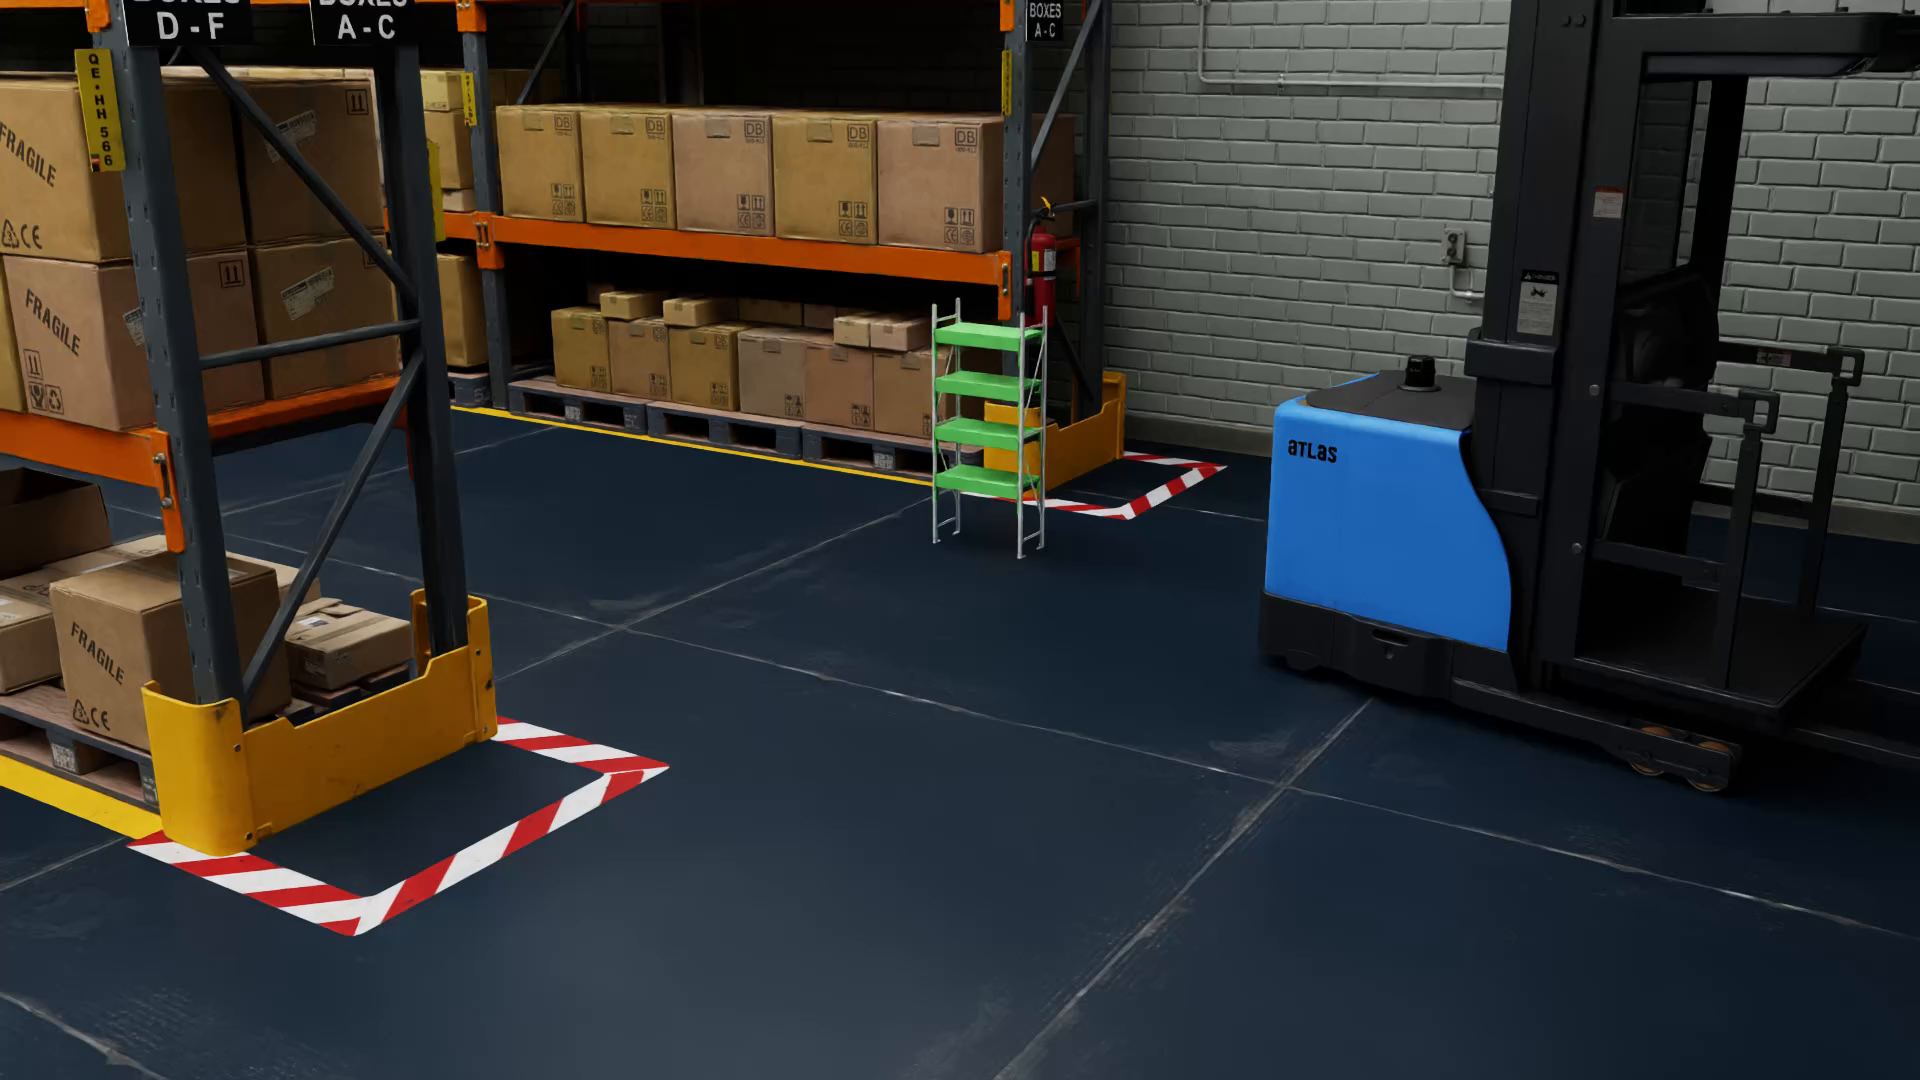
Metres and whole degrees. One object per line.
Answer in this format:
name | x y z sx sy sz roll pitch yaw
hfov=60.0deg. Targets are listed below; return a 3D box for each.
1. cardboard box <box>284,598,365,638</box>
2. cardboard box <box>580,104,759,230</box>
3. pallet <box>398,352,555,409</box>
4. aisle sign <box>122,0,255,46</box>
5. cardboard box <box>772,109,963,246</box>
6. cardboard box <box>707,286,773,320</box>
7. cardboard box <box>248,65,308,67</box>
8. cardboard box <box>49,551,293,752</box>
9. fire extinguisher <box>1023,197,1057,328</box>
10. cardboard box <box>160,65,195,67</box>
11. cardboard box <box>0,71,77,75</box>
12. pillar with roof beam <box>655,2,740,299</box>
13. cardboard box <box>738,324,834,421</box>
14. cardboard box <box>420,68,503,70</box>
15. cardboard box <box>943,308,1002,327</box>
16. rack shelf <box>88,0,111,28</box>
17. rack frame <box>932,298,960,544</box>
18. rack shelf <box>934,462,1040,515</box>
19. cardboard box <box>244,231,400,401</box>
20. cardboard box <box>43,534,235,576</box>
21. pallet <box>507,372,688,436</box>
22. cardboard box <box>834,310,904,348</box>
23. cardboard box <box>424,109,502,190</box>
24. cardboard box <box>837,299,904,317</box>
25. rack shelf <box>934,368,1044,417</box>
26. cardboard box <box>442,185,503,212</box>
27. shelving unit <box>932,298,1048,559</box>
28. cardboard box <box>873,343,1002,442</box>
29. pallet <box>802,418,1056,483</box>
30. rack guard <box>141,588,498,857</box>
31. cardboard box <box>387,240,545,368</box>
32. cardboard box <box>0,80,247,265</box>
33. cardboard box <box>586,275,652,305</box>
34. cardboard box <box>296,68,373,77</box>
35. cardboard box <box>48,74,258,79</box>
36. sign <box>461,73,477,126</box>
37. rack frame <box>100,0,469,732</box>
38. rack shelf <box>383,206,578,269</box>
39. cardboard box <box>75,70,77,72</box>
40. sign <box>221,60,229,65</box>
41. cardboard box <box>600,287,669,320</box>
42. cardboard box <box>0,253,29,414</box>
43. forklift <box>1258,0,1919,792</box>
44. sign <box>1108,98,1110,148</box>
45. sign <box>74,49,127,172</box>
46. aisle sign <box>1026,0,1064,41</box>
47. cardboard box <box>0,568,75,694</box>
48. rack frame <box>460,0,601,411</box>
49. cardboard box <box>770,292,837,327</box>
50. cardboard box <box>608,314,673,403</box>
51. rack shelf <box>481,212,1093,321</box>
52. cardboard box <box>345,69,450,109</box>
cardboard box | -2.439 0.352 6.179 0.250 0.166 0.380 10 20 30
cardboard box | -1.795 -2.387 10.562 0.700 0.700 0.980 10 19 29
pallet | -3.565 -1.207 11.990 1.213 0.211 1.003 10 20 30
aisle sign | -2.151 -1.764 4.555 0.004 0.787 0.394 10 20 30
cardboard box | -0.525 -2.160 9.816 0.700 0.700 0.980 10 20 30
cardboard box | -1.414 -1.531 10.724 0.250 0.149 0.380 10 20 31
cardboard box | -5.315 -3.525 12.816 0.500 0.250 0.500 9 19 28
cardboard box | -2.641 0.357 5.587 0.500 0.500 0.500 10 20 30
fire extinguisher | 0.428 -1.481 8.871 0.183 0.674 0.296 10 20 30
cardboard box | -6.000 -3.472 12.642 0.500 0.250 0.500 11 20 31
cardboard box | -3.595 -1.497 6.258 0.500 0.500 0.500 10 20 30
pillar with roof beam | -4.072 -4.354 7.233 0.400 9.000 9.100 10 20 30
cardboard box | -0.964 -1.073 10.330 0.500 0.500 0.700 9 19 28
cardboard box | -3.573 -3.213 11.790 0.500 0.250 0.500 10 20 31
cardboard box | 0.103 -1.261 9.835 0.250 0.149 0.380 10 20 30
rack shelf | -3.753 -2.002 5.887 4.000 0.370 1.077 10 20 30
rack frame | -0.067 -0.586 8.246 0.015 1.200 0.240 10 20 30
rack shelf | 0.141 -0.258 8.212 0.480 0.148 0.258 10 20 30
cardboard box | -2.289 -0.787 5.639 0.500 0.500 0.500 11 20 31
cardboard box | -3.216 0.194 6.556 0.500 0.250 0.500 10 20 30
pallet | -2.261 -0.973 11.221 1.213 0.211 1.003 10 20 30
cardboard box | -0.531 -1.244 9.777 0.250 0.149 0.380 11 20 32
cardboard box | -3.393 -2.650 11.225 0.500 0.500 0.500 10 19 29
cardboard box | -0.542 -1.376 10.213 0.250 0.149 0.380 10 20 31
rack shelf | 0.141 -0.717 8.073 0.480 0.148 0.258 10 20 30
cardboard box | -3.304 -2.313 11.232 0.250 0.149 0.380 10 20 31
shelving unit | 0.141 -0.549 8.124 0.503 1.200 0.258 10 20 30
cardboard box | -0.108 -0.920 9.828 0.500 0.500 0.700 10 20 30
pallet | -0.182 -0.602 9.999 1.213 0.211 1.003 10 20 30
rack guard | -2.113 0.578 5.618 0.348 0.500 1.175 10 20 30
cardboard box | -3.490 -1.681 11.731 0.750 0.750 0.750 10 20 31
cardboard box | -2.572 -1.132 5.055 0.500 0.500 0.500 10 20 30
cardboard box | -2.304 -1.690 11.245 0.250 0.149 0.380 10 20 30
cardboard box | -4.265 -3.166 11.635 0.500 0.250 0.500 11 20 31
cardboard box | -2.738 -1.343 5.749 0.500 0.500 0.500 10 20 31
sign | -3.144 -2.822 10.656 0.005 0.325 0.100 10 20 30
rack frame | -2.049 -0.606 5.216 0.127 3.000 1.000 10 20 30
rack shelf | -4.572 -2.402 12.366 4.000 0.370 1.077 10 20 30
cardboard box | -6.868 -3.710 13.388 0.250 0.149 0.380 7 18 21
sign | -5.989 -3.743 13.549 0.005 0.325 0.100 10 20 30
cardboard box | -2.088 -1.521 10.690 0.250 0.149 0.380 11 20 32
cardboard box | -3.017 -0.733 5.461 0.500 0.500 0.500 10 20 31
forklift | 2.645 -0.727 5.733 3.031 2.935 1.130 14 22 39
sign | 0.836 -2.422 9.569 0.005 0.325 0.100 10 20 30
sign | -2.356 -1.177 4.560 0.005 0.325 0.100 10 20 30
aisle sign | 0.445 -2.992 8.599 0.004 0.787 0.394 10 20 30
cardboard box | -3.435 0.325 6.124 0.500 0.250 0.500 10 20 30
rack frame | -2.868 -2.442 11.260 0.127 3.000 1.000 10 20 30
cardboard box | -0.978 -1.454 10.468 0.250 0.149 0.380 10 20 31
cardboard box | -1.858 -1.231 10.850 0.500 0.500 0.700 10 20 30
rack shelf | -1.164 -1.794 10.363 4.000 0.370 1.077 10 20 30
cardboard box | -3.830 -3.089 11.380 0.500 0.250 0.500 11 20 31
